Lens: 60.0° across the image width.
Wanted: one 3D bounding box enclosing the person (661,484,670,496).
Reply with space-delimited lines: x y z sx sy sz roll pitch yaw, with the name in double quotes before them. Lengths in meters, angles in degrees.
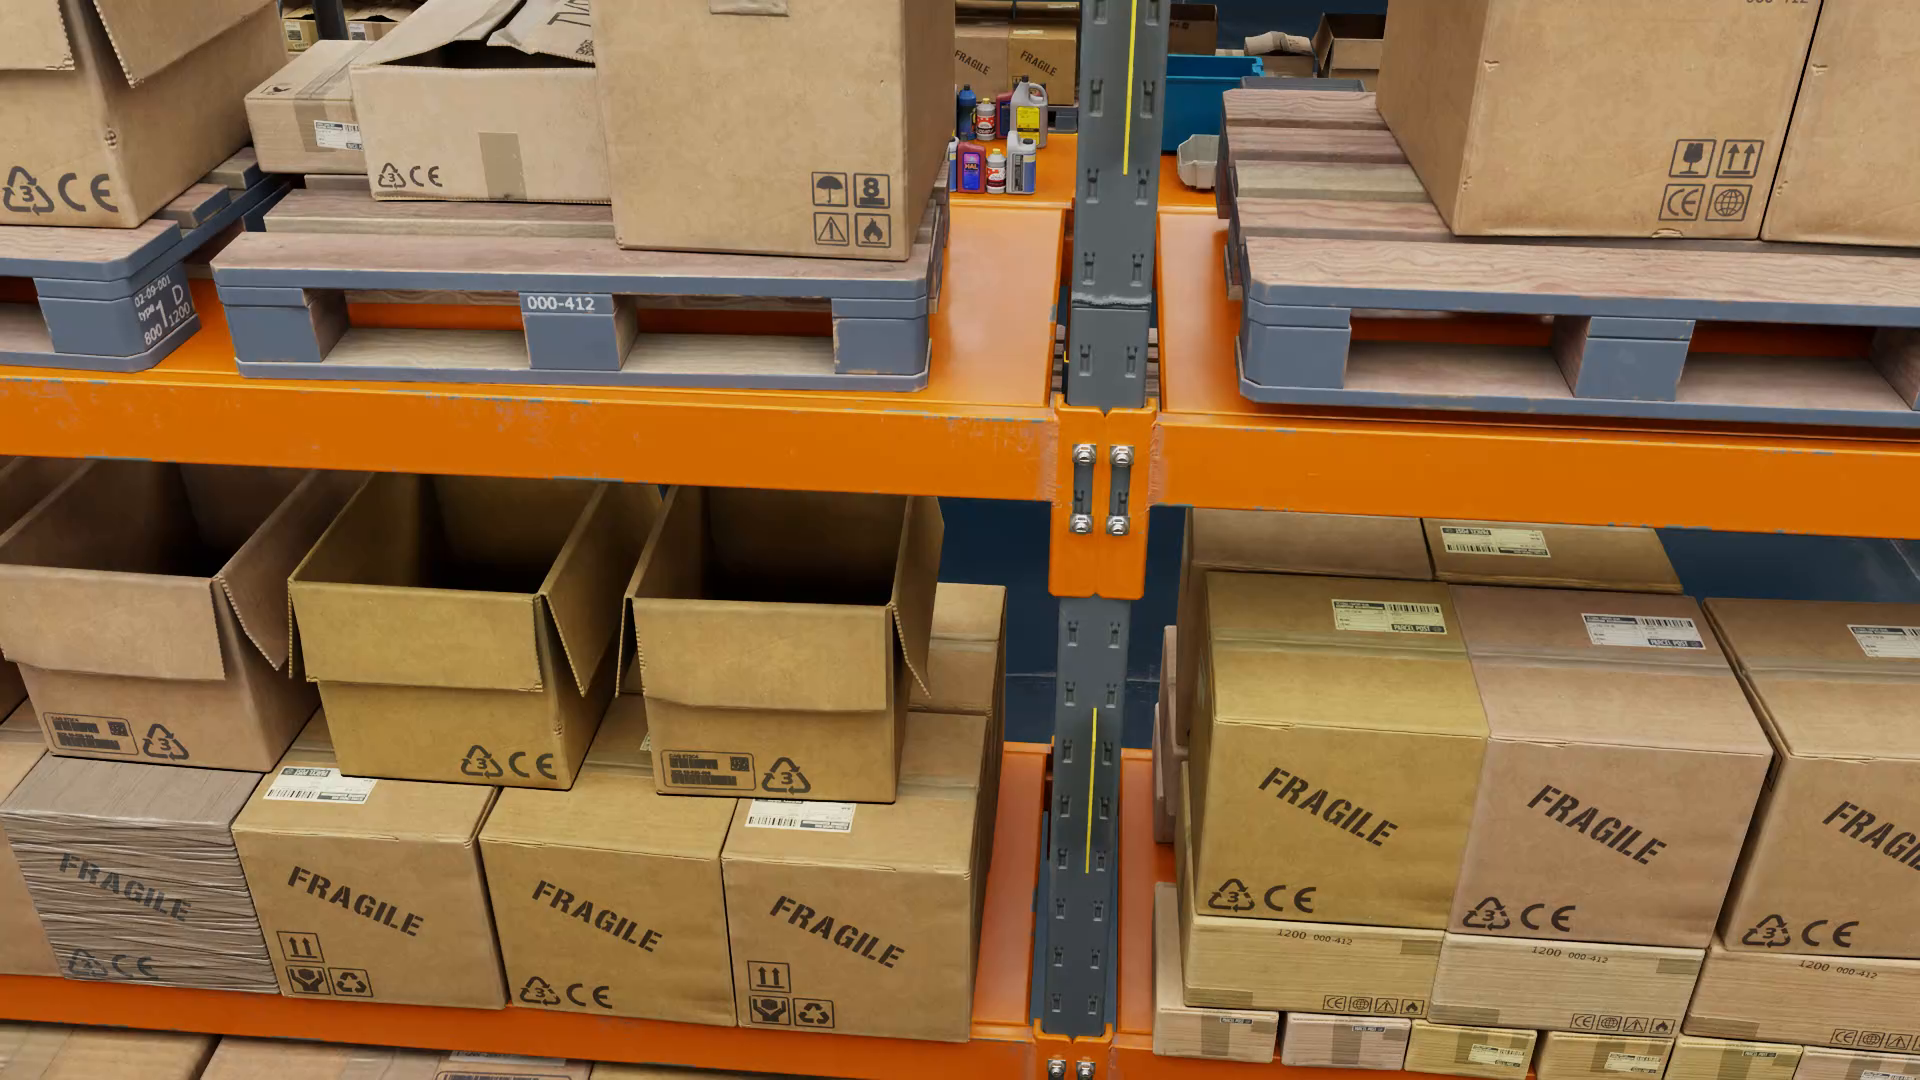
"person" -1.068 -0.431 6.826 0.506 1.655 0.346 3 32 4
